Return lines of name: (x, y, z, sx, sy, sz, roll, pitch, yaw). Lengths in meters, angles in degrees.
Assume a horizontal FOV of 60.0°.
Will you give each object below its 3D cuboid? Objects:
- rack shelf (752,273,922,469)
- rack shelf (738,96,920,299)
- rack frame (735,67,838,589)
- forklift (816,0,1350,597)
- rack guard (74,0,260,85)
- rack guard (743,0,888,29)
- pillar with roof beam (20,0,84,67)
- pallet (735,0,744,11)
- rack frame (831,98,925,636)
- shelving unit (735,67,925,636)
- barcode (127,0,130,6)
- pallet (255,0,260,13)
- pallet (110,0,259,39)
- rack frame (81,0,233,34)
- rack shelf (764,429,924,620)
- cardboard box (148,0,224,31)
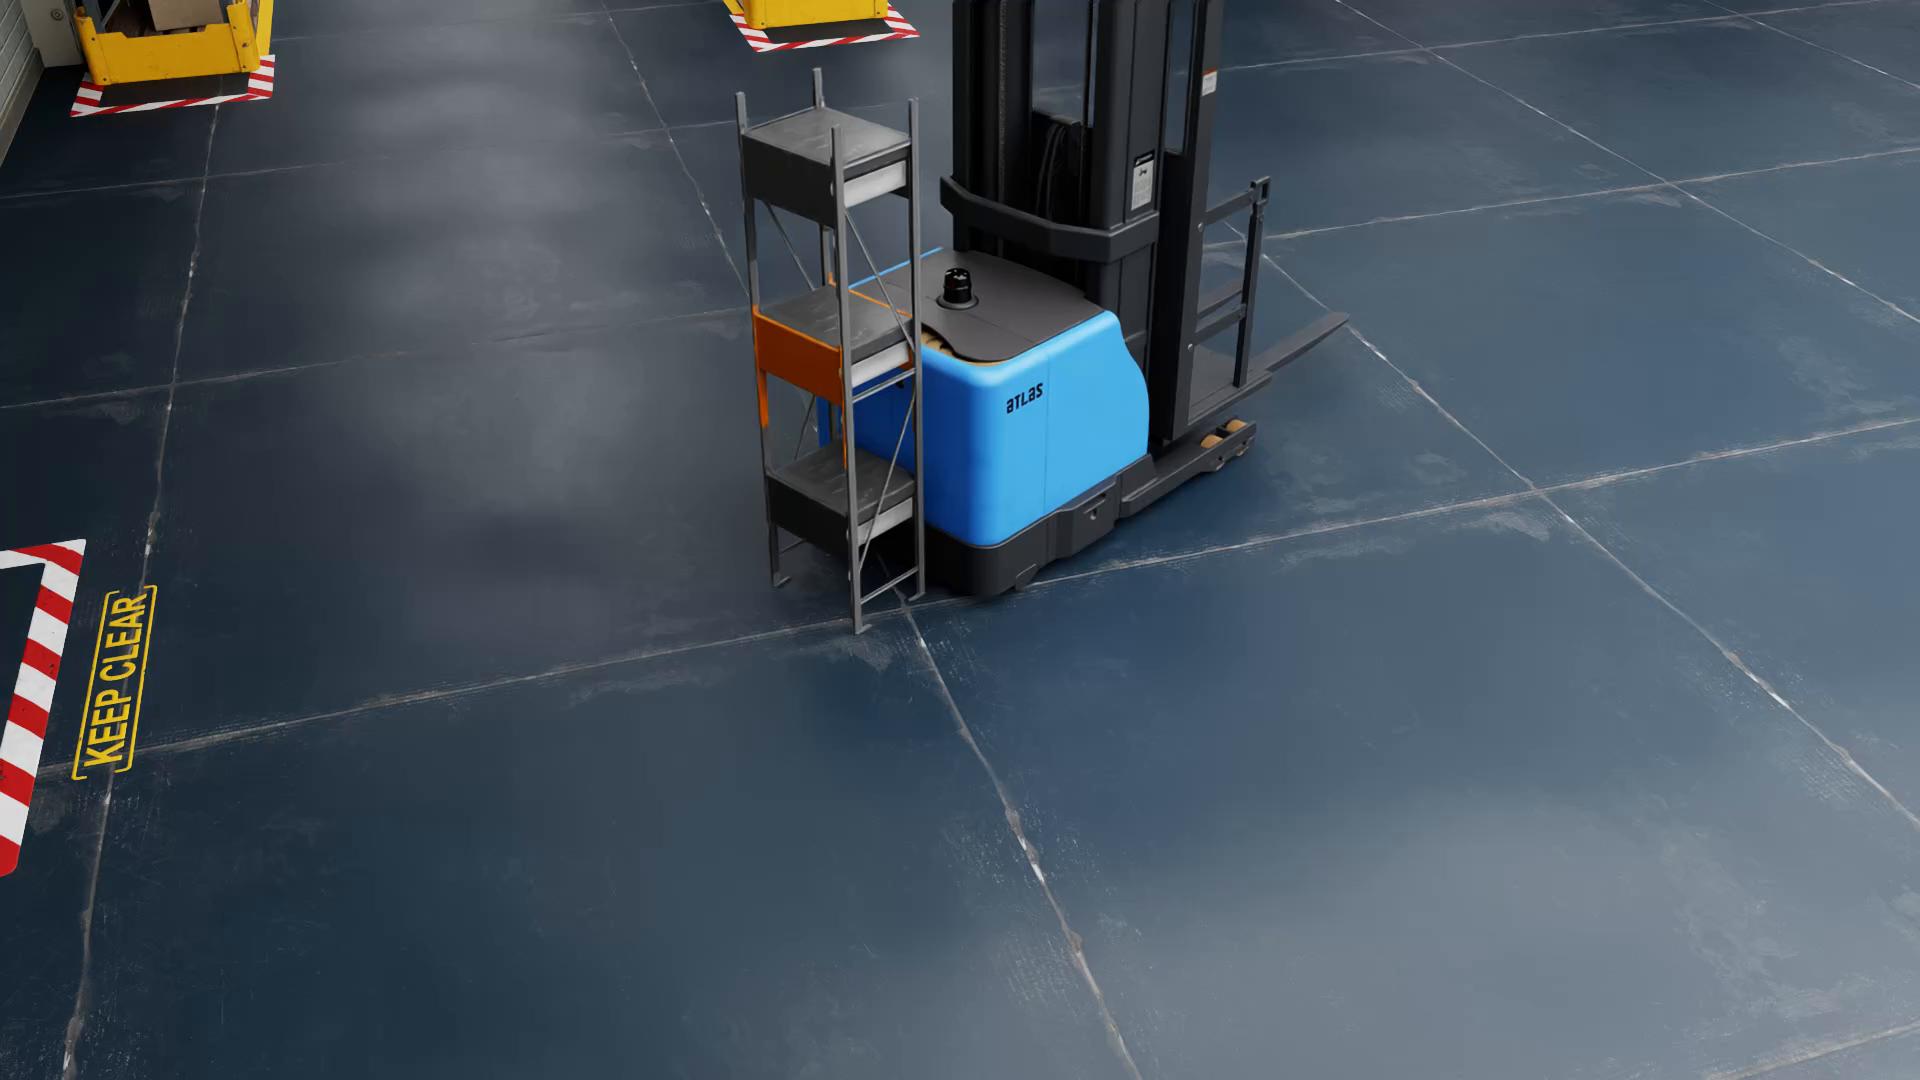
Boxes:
rack shelf: (-0.466, -0.653, 6.359, 0.480, 0.518, 0.431, 27, 42, 35)
rack shelf: (-0.466, -1.237, 5.973, 0.480, 0.518, 0.431, 27, 42, 35)
rack frame: (-0.645, -0.756, 6.490, 0.015, 2.100, 0.400, 27, 42, 35)
forklift: (0.748, -1.715, 7.186, 1.130, 2.935, 3.031, 27, 42, 35)
rack guard: (-5.941, -3.769, 12.500, 1.175, 0.500, 0.348, -10, 35, -15)
rack guard: (-1.194, -4.551, 13.684, 1.175, 0.500, 0.348, -10, 35, -15)
pillar with roof beam: (-2.855, -8.221, 11.528, 9.100, 9.000, 0.400, -10, 35, -15)
pallet: (-1.475, -4.838, 14.380, 1.003, 0.211, 1.213, -10, 35, -15)
rack frame: (-0.287, -0.573, 6.213, 0.015, 2.100, 0.400, 27, 42, 35)
shelving unit: (-0.466, -0.665, 6.351, 0.503, 2.100, 0.431, 27, 42, 35)
barcode: (-6.430, -4.158, 12.853, 0.001, 0.075, 0.075, -10, 35, -15)
pallet: (-6.524, -4.720, 14.202, 1.003, 0.211, 1.213, -10, 35, -15)
pallet: (-6.155, -4.081, 13.234, 1.003, 0.211, 1.213, -10, 35, -15)
rack frame: (-5.918, -4.772, 11.751, 1.000, 3.000, 0.127, -10, 35, -15)
rack shelf: (-0.466, -0.069, 6.745, 0.480, 0.518, 0.431, 27, 42, 35)
cardboard box: (-6.043, -4.212, 12.943, 0.500, 0.311, 0.500, -14, 36, -20)
